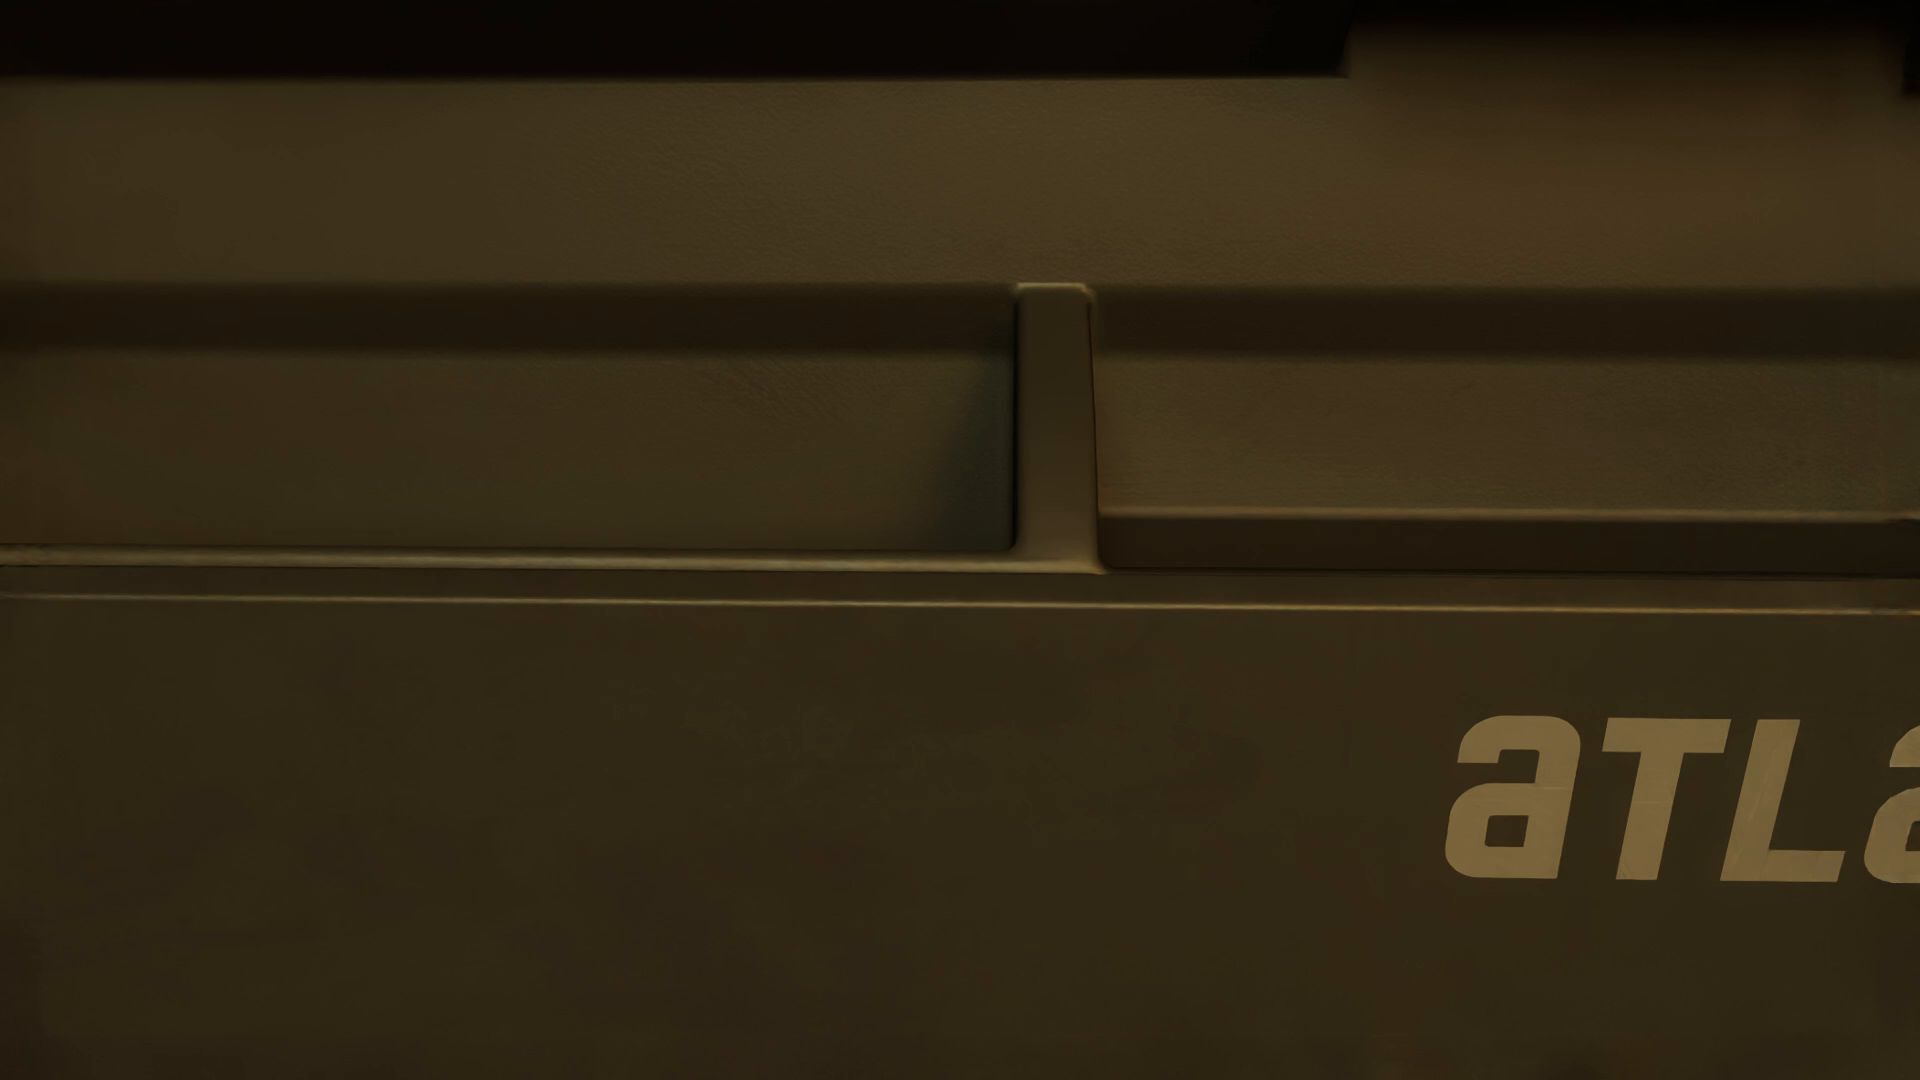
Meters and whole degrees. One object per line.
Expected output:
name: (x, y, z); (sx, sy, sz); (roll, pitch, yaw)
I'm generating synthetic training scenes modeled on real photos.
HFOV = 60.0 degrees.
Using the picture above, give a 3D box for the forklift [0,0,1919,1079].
forklift: (0.035, -0.406, 0.234); (1.130, 2.935, 3.031); (0, 17, 1)
